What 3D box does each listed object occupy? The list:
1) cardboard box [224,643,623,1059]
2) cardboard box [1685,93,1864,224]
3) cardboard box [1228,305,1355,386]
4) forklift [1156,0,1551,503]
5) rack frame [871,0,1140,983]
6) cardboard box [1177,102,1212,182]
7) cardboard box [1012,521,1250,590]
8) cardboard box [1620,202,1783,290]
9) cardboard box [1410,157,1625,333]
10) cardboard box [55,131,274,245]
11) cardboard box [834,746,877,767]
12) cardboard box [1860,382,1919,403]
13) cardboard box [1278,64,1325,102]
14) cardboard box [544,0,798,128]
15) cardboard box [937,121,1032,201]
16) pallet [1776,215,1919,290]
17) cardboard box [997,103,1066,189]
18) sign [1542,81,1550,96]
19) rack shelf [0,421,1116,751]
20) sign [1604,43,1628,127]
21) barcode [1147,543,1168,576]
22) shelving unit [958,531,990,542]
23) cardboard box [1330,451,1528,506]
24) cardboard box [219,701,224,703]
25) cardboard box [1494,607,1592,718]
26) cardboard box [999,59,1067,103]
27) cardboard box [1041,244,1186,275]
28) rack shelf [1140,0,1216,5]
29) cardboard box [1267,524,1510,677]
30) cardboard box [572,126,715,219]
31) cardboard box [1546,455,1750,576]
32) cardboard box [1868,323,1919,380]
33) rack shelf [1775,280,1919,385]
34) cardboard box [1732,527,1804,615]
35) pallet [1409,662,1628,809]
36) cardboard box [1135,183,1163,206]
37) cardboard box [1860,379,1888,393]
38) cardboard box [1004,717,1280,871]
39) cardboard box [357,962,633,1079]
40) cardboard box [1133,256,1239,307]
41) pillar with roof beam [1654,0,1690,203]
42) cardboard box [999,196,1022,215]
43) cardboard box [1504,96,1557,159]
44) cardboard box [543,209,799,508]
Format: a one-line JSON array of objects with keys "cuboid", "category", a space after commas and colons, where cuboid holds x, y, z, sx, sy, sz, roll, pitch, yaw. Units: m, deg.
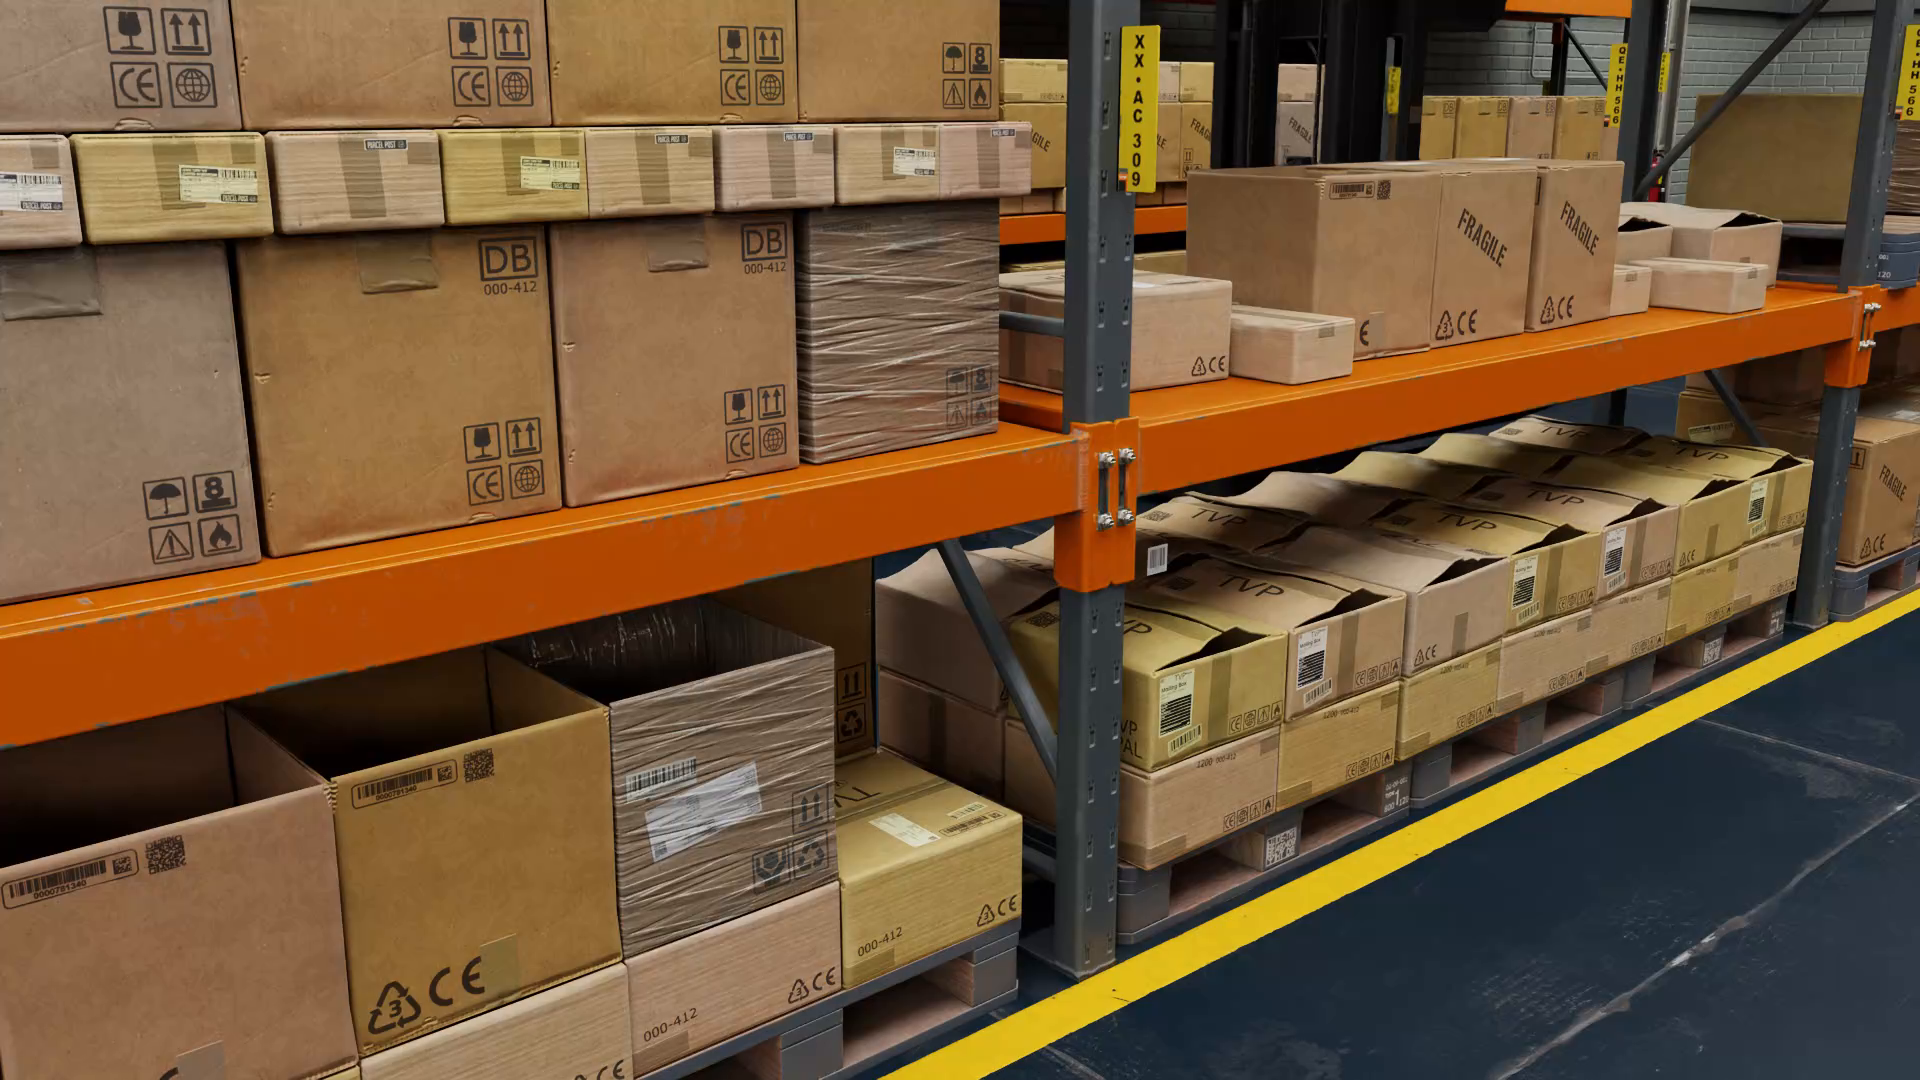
[{"cuboid": [-0.969, 0.529, 3.019, 0.500, 0.500, 0.500, -13, 19, -39], "category": "cardboard box"}, {"cuboid": [3.416, -1.581, 6.849, 0.700, 0.500, 0.500, 8, 17, 28], "category": "cardboard box"}, {"cuboid": [0.800, -0.512, 4.343, 0.250, 0.149, 0.380, -13, 19, -39], "category": "cardboard box"}, {"cuboid": [2.125, -1.831, 8.925, 3.031, 2.935, 1.130, -11, 19, -37], "category": "forklift"}, {"cuboid": [-0.003, -0.523, 3.897, 0.127, 3.000, 1.000, -13, 19, -39], "category": "rack frame"}, {"cuboid": [1.458, -2.659, 11.085, 0.500, 0.500, 0.500, -12, 19, -38], "category": "cardboard box"}, {"cuboid": [0.503, 0.117, 4.926, 0.500, 0.311, 0.500, -12, 19, -38], "category": "cardboard box"}, {"cuboid": [2.711, -1.105, 6.247, 0.500, 0.311, 0.500, -11, 19, -36], "category": "cardboard box"}, {"cuboid": [1.759, -0.962, 5.345, 0.500, 0.500, 0.500, -14, 20, -42], "category": "cardboard box"}, {"cuboid": [-1.225, -0.537, 2.497, 0.250, 0.149, 0.380, -12, 19, -38], "category": "cardboard box"}, {"cuboid": [-0.552, 0.622, 4.125, 0.500, 0.250, 0.500, -13, 19, -39], "category": "cardboard box"}, {"cuboid": [4.318, -0.401, 7.431, 0.500, 0.500, 0.500, -13, 20, -40], "category": "cardboard box"}, {"cuboid": [2.201, -3.193, 11.628, 0.500, 0.250, 0.500, -12, 19, -38], "category": "cardboard box"}, {"cuboid": [-0.714, -1.036, 3.110, 0.500, 0.500, 0.700, -13, 20, -39], "category": "cardboard box"}, {"cuboid": [-0.068, -0.797, 3.472, 0.250, 0.149, 0.380, -13, 20, -39], "category": "cardboard box"}, {"cuboid": [3.480, -1.237, 6.940, 1.003, 0.211, 1.213, -13, 19, -39], "category": "pallet"}, {"cuboid": [0.294, -2.399, 10.110, 0.500, 0.500, 0.500, -12, 19, -38], "category": "cardboard box"}, {"cuboid": [5.435, -4.086, 15.402, 0.005, 0.325, 0.100, -13, 19, -39], "category": "sign"}, {"cuboid": [-1.512, 0.163, 2.722, 4.000, 0.370, 1.077, -13, 19, -39], "category": "rack shelf"}, {"cuboid": [2.651, -1.826, 6.684, 0.005, 0.325, 0.100, -13, 19, -39], "category": "sign"}, {"cuboid": [0.463, 0.046, 3.898, 0.075, 0.075, 0.001, -13, 19, -39], "category": "barcode"}, {"cuboid": [-0.011, -0.577, 7.586, 0.189, 1.200, 0.258, -13, 19, -39], "category": "shelving unit"}, {"cuboid": [1.650, -0.138, 5.883, 0.500, 0.311, 0.500, -13, 20, -41], "category": "cardboard box"}, {"cuboid": [-1.313, 0.427, 3.401, 0.500, 0.500, 0.500, -13, 19, -39], "category": "cardboard box"}, {"cuboid": [1.624, 0.321, 5.249, 0.500, 0.250, 0.500, -12, 19, -38], "category": "cardboard box"}, {"cuboid": [0.293, -2.760, 10.010, 0.500, 0.250, 0.500, -12, 19, -38], "category": "cardboard box"}, {"cuboid": [1.066, -1.575, 11.187, 0.750, 0.750, 0.750, -13, 20, -40], "category": "cardboard box"}, {"cuboid": [1.269, -3.605, 11.016, 4.000, 0.370, 1.077, -13, 19, -39], "category": "rack shelf"}, {"cuboid": [1.243, 0.138, 4.849, 0.500, 0.311, 0.500, -14, 20, -41], "category": "cardboard box"}, {"cuboid": [-0.649, -0.666, 2.982, 0.250, 0.149, 0.380, -13, 20, -39], "category": "cardboard box"}, {"cuboid": [2.393, -0.121, 5.816, 0.500, 0.311, 0.500, -13, 20, -40], "category": "cardboard box"}, {"cuboid": [4.375, -0.957, 8.058, 0.500, 0.250, 0.500, -13, 20, -40], "category": "cardboard box"}, {"cuboid": [4.523, -1.192, 7.795, 4.000, 0.370, 1.077, -13, 19, -39], "category": "rack shelf"}, {"cuboid": [2.778, 0.061, 6.223, 0.500, 0.250, 0.500, -12, 19, -38], "category": "cardboard box"}, {"cuboid": [1.448, 0.484, 5.531, 1.213, 0.211, 1.003, -13, 19, -39], "category": "pallet"}, {"cuboid": [1.113, -2.287, 10.948, 0.250, 0.149, 0.380, -12, 19, -39], "category": "cardboard box"}, {"cuboid": [3.957, -0.498, 7.792, 0.500, 0.500, 0.500, -14, 20, -41], "category": "cardboard box"}, {"cuboid": [0.464, 0.582, 4.273, 0.500, 0.250, 0.500, -13, 20, -41], "category": "cardboard box"}, {"cuboid": [-0.961, 0.894, 3.107, 0.500, 0.250, 0.500, -13, 19, -39], "category": "cardboard box"}, {"cuboid": [0.540, -0.643, 4.606, 0.258, 0.266, 0.396, -13, 20, -41], "category": "cardboard box"}, {"cuboid": [10.090, -6.206, 13.547, 0.400, 9.000, 9.100, -13, 19, -39], "category": "pillar with roof beam"}, {"cuboid": [0.160, -2.064, 10.112, 0.250, 0.149, 0.380, -13, 20, -40], "category": "cardboard box"}, {"cuboid": [4.294, -3.324, 13.800, 0.700, 0.700, 0.980, -14, 20, -42], "category": "cardboard box"}, {"cuboid": [-0.727, -0.405, 3.259, 0.500, 0.500, 0.700, -13, 20, -40], "category": "cardboard box"}]
